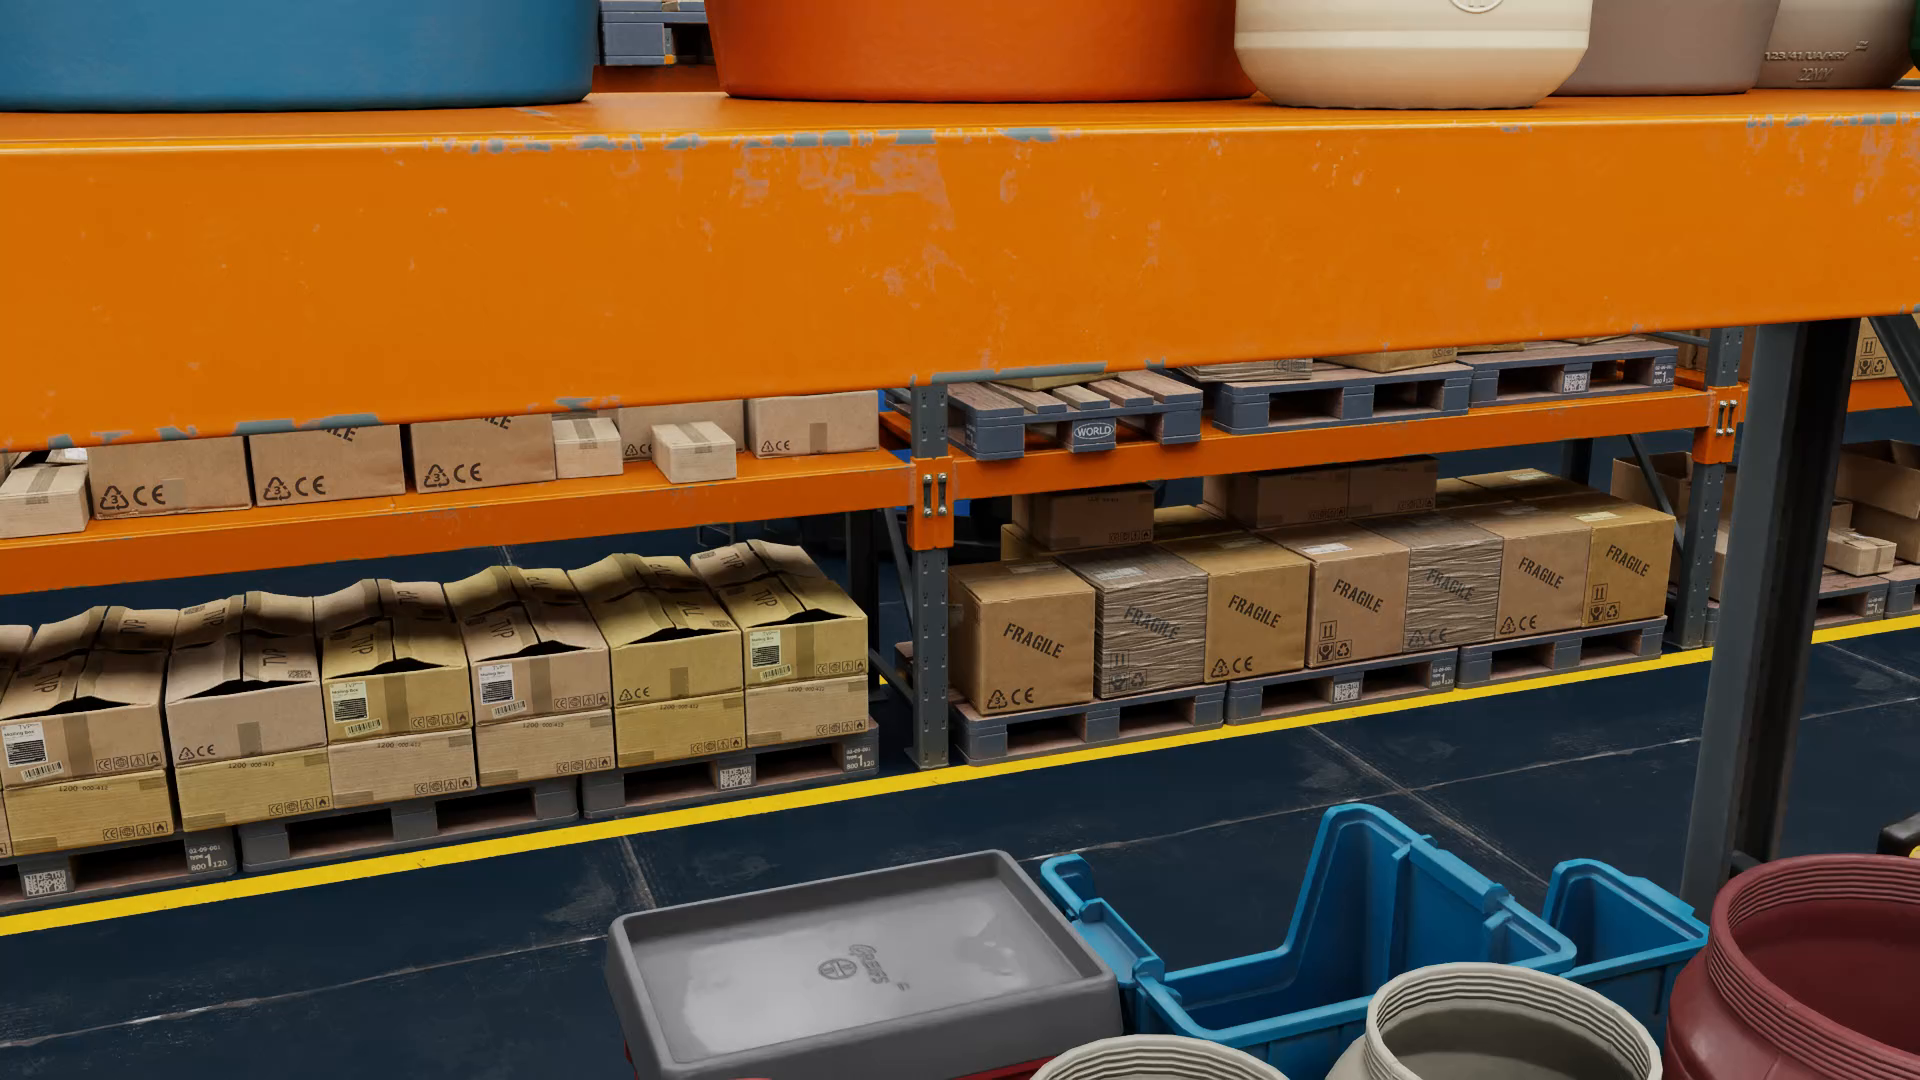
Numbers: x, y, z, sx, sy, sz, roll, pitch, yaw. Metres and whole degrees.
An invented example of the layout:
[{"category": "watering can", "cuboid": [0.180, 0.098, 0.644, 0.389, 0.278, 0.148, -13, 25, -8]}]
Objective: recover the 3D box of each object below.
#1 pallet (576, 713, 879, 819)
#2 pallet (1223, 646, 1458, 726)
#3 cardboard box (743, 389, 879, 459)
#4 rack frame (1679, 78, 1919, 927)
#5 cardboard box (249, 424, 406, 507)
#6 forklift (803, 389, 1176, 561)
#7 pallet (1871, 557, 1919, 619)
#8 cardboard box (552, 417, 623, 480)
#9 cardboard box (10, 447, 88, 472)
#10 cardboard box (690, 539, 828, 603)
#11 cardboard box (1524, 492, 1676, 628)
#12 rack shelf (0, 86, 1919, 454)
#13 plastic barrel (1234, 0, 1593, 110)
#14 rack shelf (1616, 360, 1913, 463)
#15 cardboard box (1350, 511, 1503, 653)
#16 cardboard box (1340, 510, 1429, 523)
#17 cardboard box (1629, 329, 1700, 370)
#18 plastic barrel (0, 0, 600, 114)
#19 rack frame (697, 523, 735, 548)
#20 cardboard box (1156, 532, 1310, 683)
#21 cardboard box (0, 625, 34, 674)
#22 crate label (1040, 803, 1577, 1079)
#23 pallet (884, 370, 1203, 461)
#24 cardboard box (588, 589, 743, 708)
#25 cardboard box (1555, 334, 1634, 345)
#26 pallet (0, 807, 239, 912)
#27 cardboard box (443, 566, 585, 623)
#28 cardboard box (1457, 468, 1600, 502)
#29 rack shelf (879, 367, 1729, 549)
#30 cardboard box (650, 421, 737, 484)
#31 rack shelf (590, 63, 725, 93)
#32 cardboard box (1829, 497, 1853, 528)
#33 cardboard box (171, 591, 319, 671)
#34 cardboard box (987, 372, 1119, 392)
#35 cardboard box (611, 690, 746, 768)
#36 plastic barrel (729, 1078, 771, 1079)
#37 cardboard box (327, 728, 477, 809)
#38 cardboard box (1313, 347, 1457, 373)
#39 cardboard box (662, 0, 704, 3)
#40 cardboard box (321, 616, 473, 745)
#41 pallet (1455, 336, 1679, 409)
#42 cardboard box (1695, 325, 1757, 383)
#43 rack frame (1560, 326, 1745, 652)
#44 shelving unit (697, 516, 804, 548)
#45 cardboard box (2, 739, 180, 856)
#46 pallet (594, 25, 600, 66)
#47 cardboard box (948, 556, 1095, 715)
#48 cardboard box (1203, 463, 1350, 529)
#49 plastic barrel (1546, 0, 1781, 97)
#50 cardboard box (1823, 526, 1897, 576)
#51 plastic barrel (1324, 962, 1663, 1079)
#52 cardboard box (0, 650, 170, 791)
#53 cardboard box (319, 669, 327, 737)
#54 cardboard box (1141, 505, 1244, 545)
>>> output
[{"category": "pallet", "cuboid": [-1.065, 0.789, 7.037, 1.213, 0.211, 1.003, -6, 17, -20]}, {"category": "pallet", "cuboid": [1.566, 0.529, 7.922, 1.213, 0.211, 1.003, -6, 17, -20]}, {"category": "cardboard box", "cuboid": [-0.637, -0.554, 6.819, 0.500, 0.311, 0.500, -5, 17, -17]}, {"category": "rack frame", "cuboid": [1.488, 0.683, 2.450, 0.053, 2.616, 0.949, -6, 17, -20]}, {"category": "cardboard box", "cuboid": [-2.335, -0.443, 6.106, 0.500, 0.500, 0.500, -6, 17, -20]}, {"category": "forklift", "cuboid": [0.645, -1.340, 9.461, 3.031, 2.935, 1.130, 5, 17, 17]}, {"category": "pallet", "cuboid": [5.236, 0.120, 9.315, 1.213, 0.211, 1.003, -6, 17, -20]}, {"category": "cardboard box", "cuboid": [-1.453, -0.358, 6.439, 0.250, 0.149, 0.380, -5, 17, -16]}, {"category": "cardboard box", "cuboid": [-3.262, -0.291, 6.004, 0.258, 0.266, 0.396, -7, 18, -21]}, {"category": "cardboard box", "cuboid": [-0.876, 0.203, 7.224, 0.500, 0.311, 0.500, -6, 17, -18]}, {"category": "cardboard box", "cuboid": [3.095, 0.088, 8.129, 0.500, 0.500, 0.500, -6, 17, -20]}, {"category": "rack shelf", "cuboid": [-0.381, -0.211, 1.445, 4.000, 0.370, 1.077, -6, 17, -20]}, {"category": "plastic barrel", "cuboid": [0.383, -0.501, 1.404, 0.301, 0.262, 0.301, 0, 16, 0]}, {"category": "rack shelf", "cuboid": [5.321, -0.881, 9.053, 4.000, 0.370, 1.077, -6, 17, -20]}, {"category": "cardboard box", "cuboid": [2.162, 0.186, 7.795, 0.500, 0.500, 0.500, -6, 17, -19]}, {"category": "cardboard box", "cuboid": [1.951, 0.053, 8.250, 0.500, 0.500, 0.500, -6, 17, -19]}, {"category": "cardboard box", "cuboid": [3.828, -1.191, 8.652, 0.500, 0.500, 0.500, -6, 17, -19]}, {"category": "plastic barrel", "cuboid": [-0.629, -0.835, 1.404, 0.708, 0.901, 0.600, -6, 17, -20]}, {"category": "rack frame", "cuboid": [-1.443, -0.939, 9.566, 0.015, 2.100, 0.400, -14, 21, -39]}, {"category": "cardboard box", "cuboid": [1.202, 0.292, 7.435, 0.500, 0.500, 0.500, -6, 18, -21]}, {"category": "cardboard box", "cuboid": [-3.742, 0.514, 6.164, 0.500, 0.311, 0.500, -6, 17, -20]}, {"category": "crate label", "cuboid": [0.462, 0.694, 2.349, 0.616, 0.435, 0.502, -6, 17, -20]}, {"category": "pallet", "cuboid": [0.326, -0.616, 7.214, 1.003, 0.211, 1.213, -6, 17, -20]}, {"category": "cardboard box", "cuboid": [-1.166, 0.399, 6.556, 0.500, 0.311, 0.500, -6, 18, -21]}, {"category": "cardboard box", "cuboid": [2.931, -1.286, 8.230, 0.500, 0.500, 0.700, -14, 21, -39]}, {"category": "pallet", "cuboid": [-3.343, 1.035, 6.199, 1.213, 0.211, 1.003, -6, 17, -20]}, {"category": "cardboard box", "cuboid": [-1.841, 0.309, 6.863, 0.500, 0.311, 0.500, -7, 18, -22]}, {"category": "cardboard box", "cuboid": [2.914, -0.052, 8.608, 0.500, 0.500, 0.500, -7, 18, -23]}, {"category": "rack shelf", "cuboid": [1.586, -0.478, 7.680, 4.000, 0.370, 1.077, -6, 17, -20]}, {"category": "cardboard box", "cuboid": [-1.023, -0.338, 6.371, 0.250, 0.149, 0.380, -6, 17, -20]}, {"category": "rack shelf", "cuboid": [-2.150, -1.514, 5.884, 4.000, 0.370, 1.077, -6, 17, -20]}, {"category": "cardboard box", "cuboid": [4.584, -0.154, 9.289, 0.500, 0.311, 0.500, -6, 17, -20]}, {"category": "cardboard box", "cuboid": [-2.791, 0.410, 6.517, 0.500, 0.311, 0.500, -6, 17, -20]}, {"category": "cardboard box", "cuboid": [0.266, -0.964, 7.136, 0.500, 0.500, 0.700, -13, 21, -38]}, {"category": "cardboard box", "cuboid": [-1.166, 0.666, 6.641, 0.500, 0.250, 0.500, -6, 18, -21]}, {"category": "plastic barrel", "cuboid": [-0.187, 0.864, 1.592, 0.433, 0.535, 0.433, 0, 16, 0]}, {"category": "cardboard box", "cuboid": [-2.116, 0.769, 6.292, 0.500, 0.250, 0.500, -6, 17, -19]}, {"category": "cardboard box", "cuboid": [1.826, -1.080, 7.530, 0.500, 0.500, 0.700, -11, 20, -34]}, {"category": "cardboard box", "cuboid": [-1.168, -2.072, 6.029, 0.500, 0.250, 0.500, -6, 17, -19]}, {"category": "cardboard box", "cuboid": [-2.107, 0.499, 6.215, 0.500, 0.311, 0.500, -6, 17, -19]}, {"category": "pallet", "cuboid": [2.668, -0.881, 8.116, 1.213, 0.211, 1.003, -6, 17, -20]}, {"category": "cardboard box", "cuboid": [4.027, -1.053, 8.182, 0.500, 0.500, 0.500, -6, 17, -19]}, {"category": "rack frame", "cuboid": [3.453, -1.025, 8.265, 0.127, 3.000, 1.000, -6, 17, -20]}, {"category": "shelving unit", "cuboid": [-1.259, -0.984, 9.720, 0.503, 2.100, 0.431, -14, 21, -39]}, {"category": "cardboard box", "cuboid": [-3.074, 0.873, 5.937, 0.500, 0.250, 0.500, -6, 17, -19]}, {"category": "pallet", "cuboid": [-1.927, -1.765, 5.796, 1.213, 0.211, 1.003, -5, 17, -18]}, {"category": "cardboard box", "cuboid": [0.245, 0.396, 7.082, 0.500, 0.500, 0.500, -5, 17, -18]}, {"category": "cardboard box", "cuboid": [1.512, -0.260, 7.986, 0.500, 0.250, 0.500, -7, 18, -21]}, {"category": "plastic barrel", "cuboid": [0.642, -0.972, 1.872, 0.600, 0.901, 0.600, 0, 16, 0]}, {"category": "cardboard box", "cuboid": [4.727, 0.048, 8.859, 0.250, 0.166, 0.380, -6, 17, -20]}, {"category": "plastic barrel", "cuboid": [0.603, 0.788, 1.892, 0.421, 0.512, 0.421, 0, 16, 0]}, {"category": "cardboard box", "cuboid": [-3.073, 0.605, 5.854, 0.500, 0.311, 0.500, -6, 18, -21]}, {"category": "cardboard box", "cuboid": [-2.783, 0.679, 6.597, 0.500, 0.250, 0.500, -6, 17, -19]}, {"category": "cardboard box", "cuboid": [0.991, 0.158, 7.891, 0.500, 0.500, 0.500, -7, 18, -22]}]
